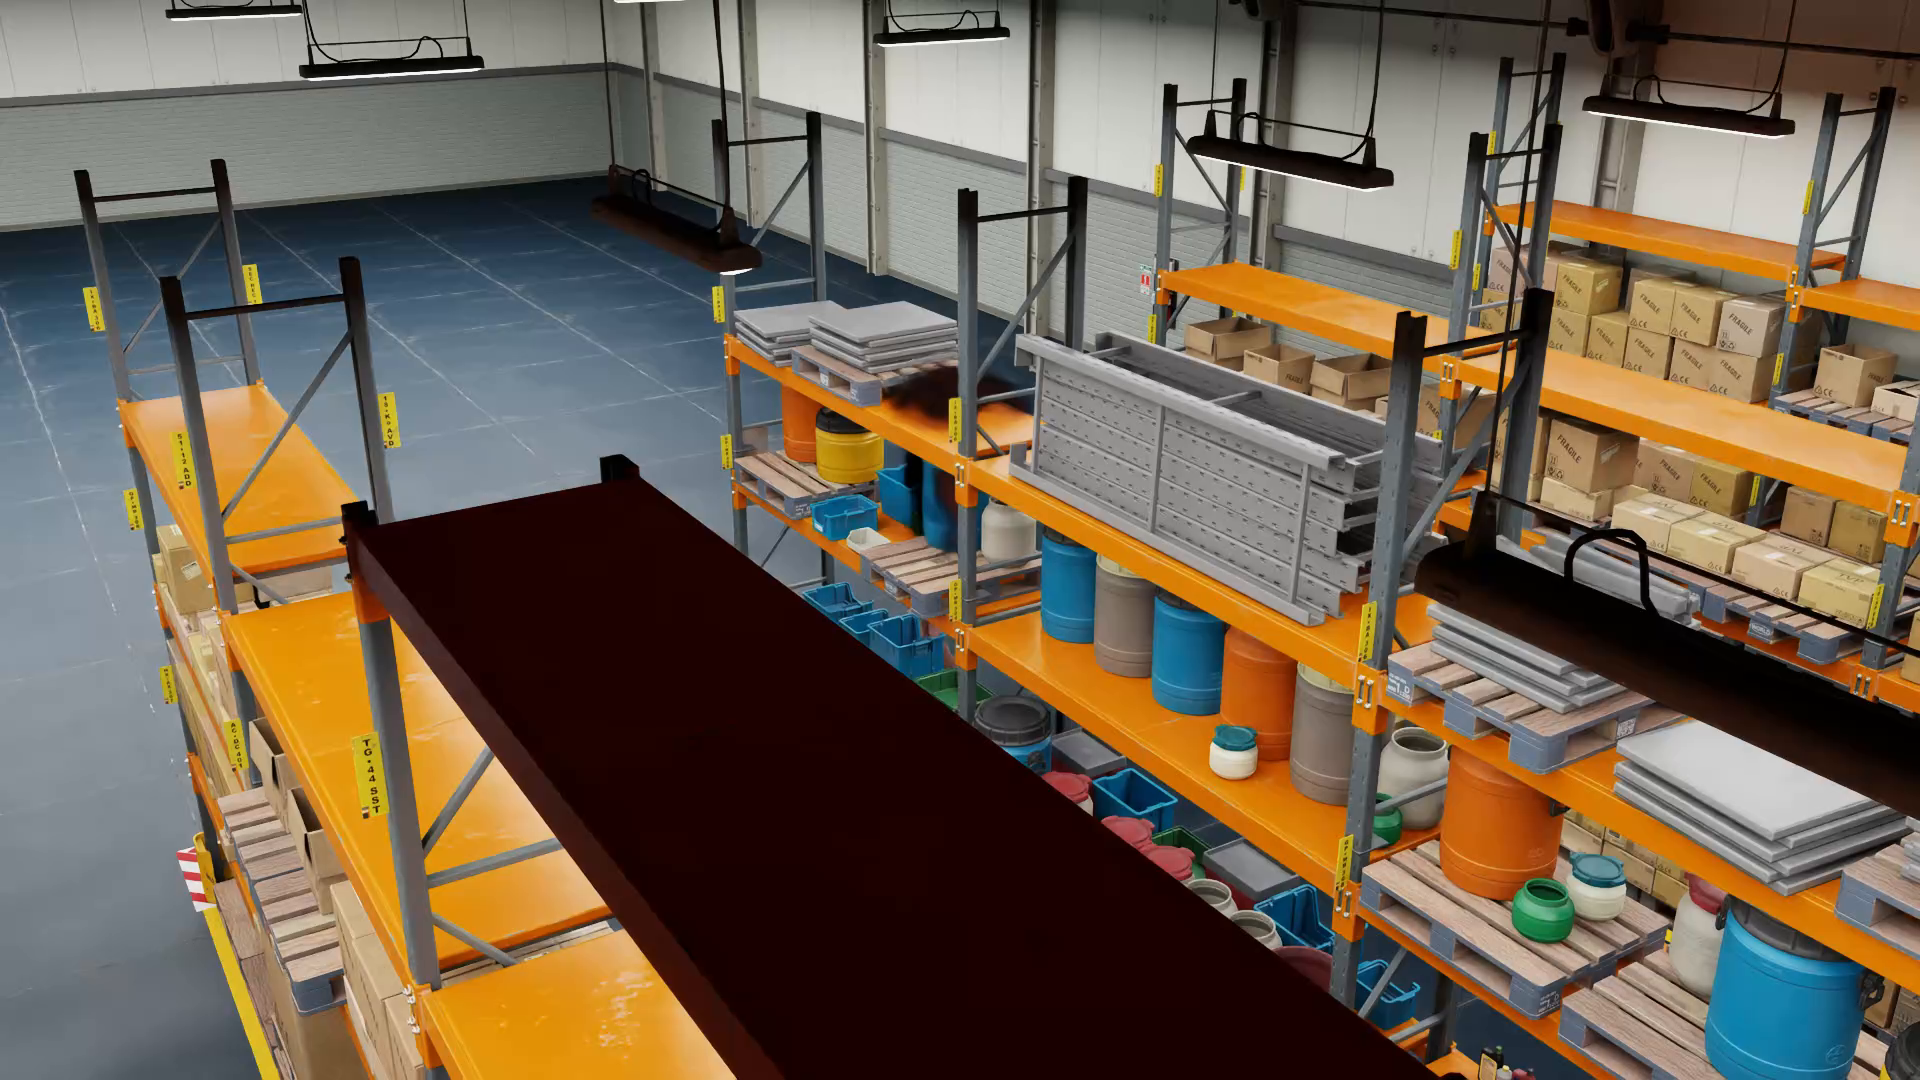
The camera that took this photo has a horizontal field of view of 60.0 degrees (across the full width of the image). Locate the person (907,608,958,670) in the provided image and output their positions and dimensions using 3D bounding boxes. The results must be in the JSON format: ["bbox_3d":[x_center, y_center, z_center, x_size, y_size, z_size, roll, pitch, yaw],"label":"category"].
[{"bbox_3d":[-0.269,0.731,17.340,0.491,1.667,0.555,-19,29,-39],"label":"person"}]
